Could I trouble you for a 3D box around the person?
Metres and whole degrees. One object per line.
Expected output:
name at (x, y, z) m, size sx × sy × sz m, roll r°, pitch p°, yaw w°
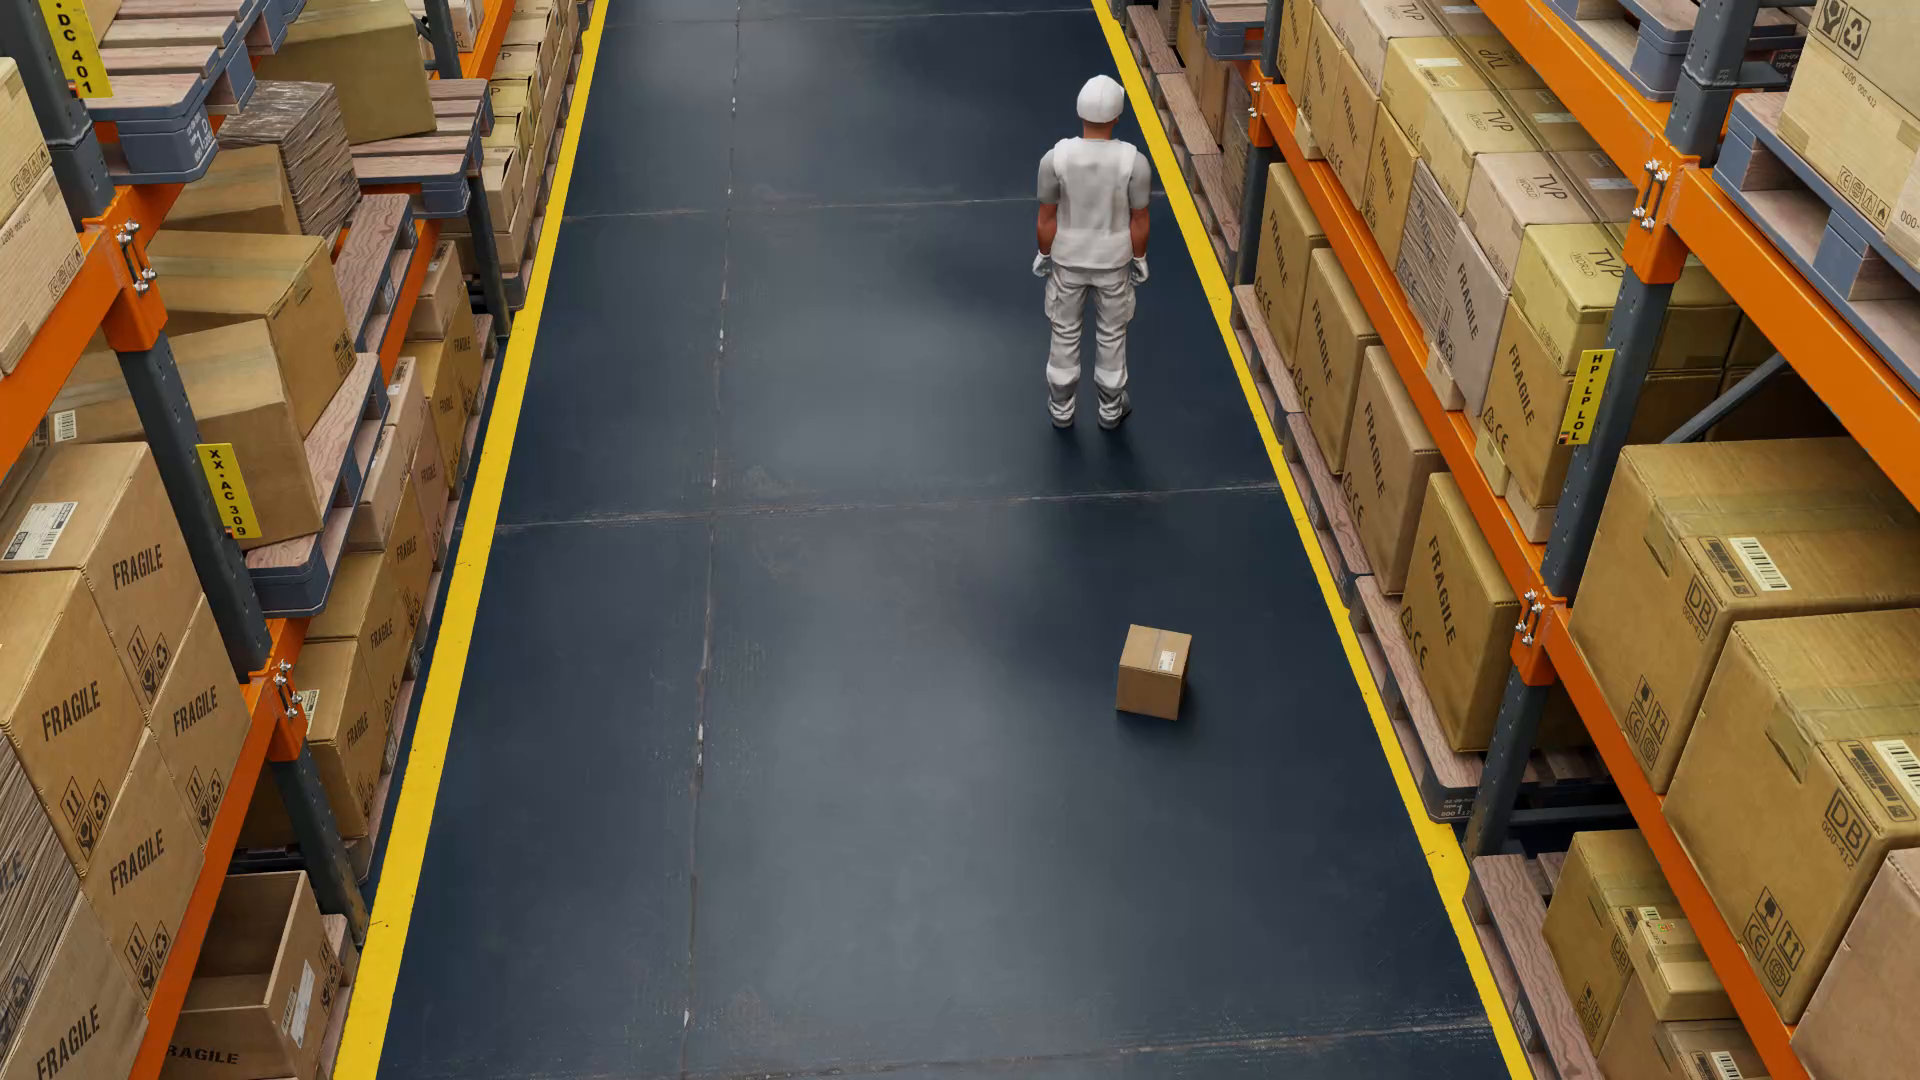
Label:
person at (0.614, -1.322, 7.775) m, size 0.542 × 1.795 × 0.351 m, roll 4°, pitch 39°, yaw 5°
